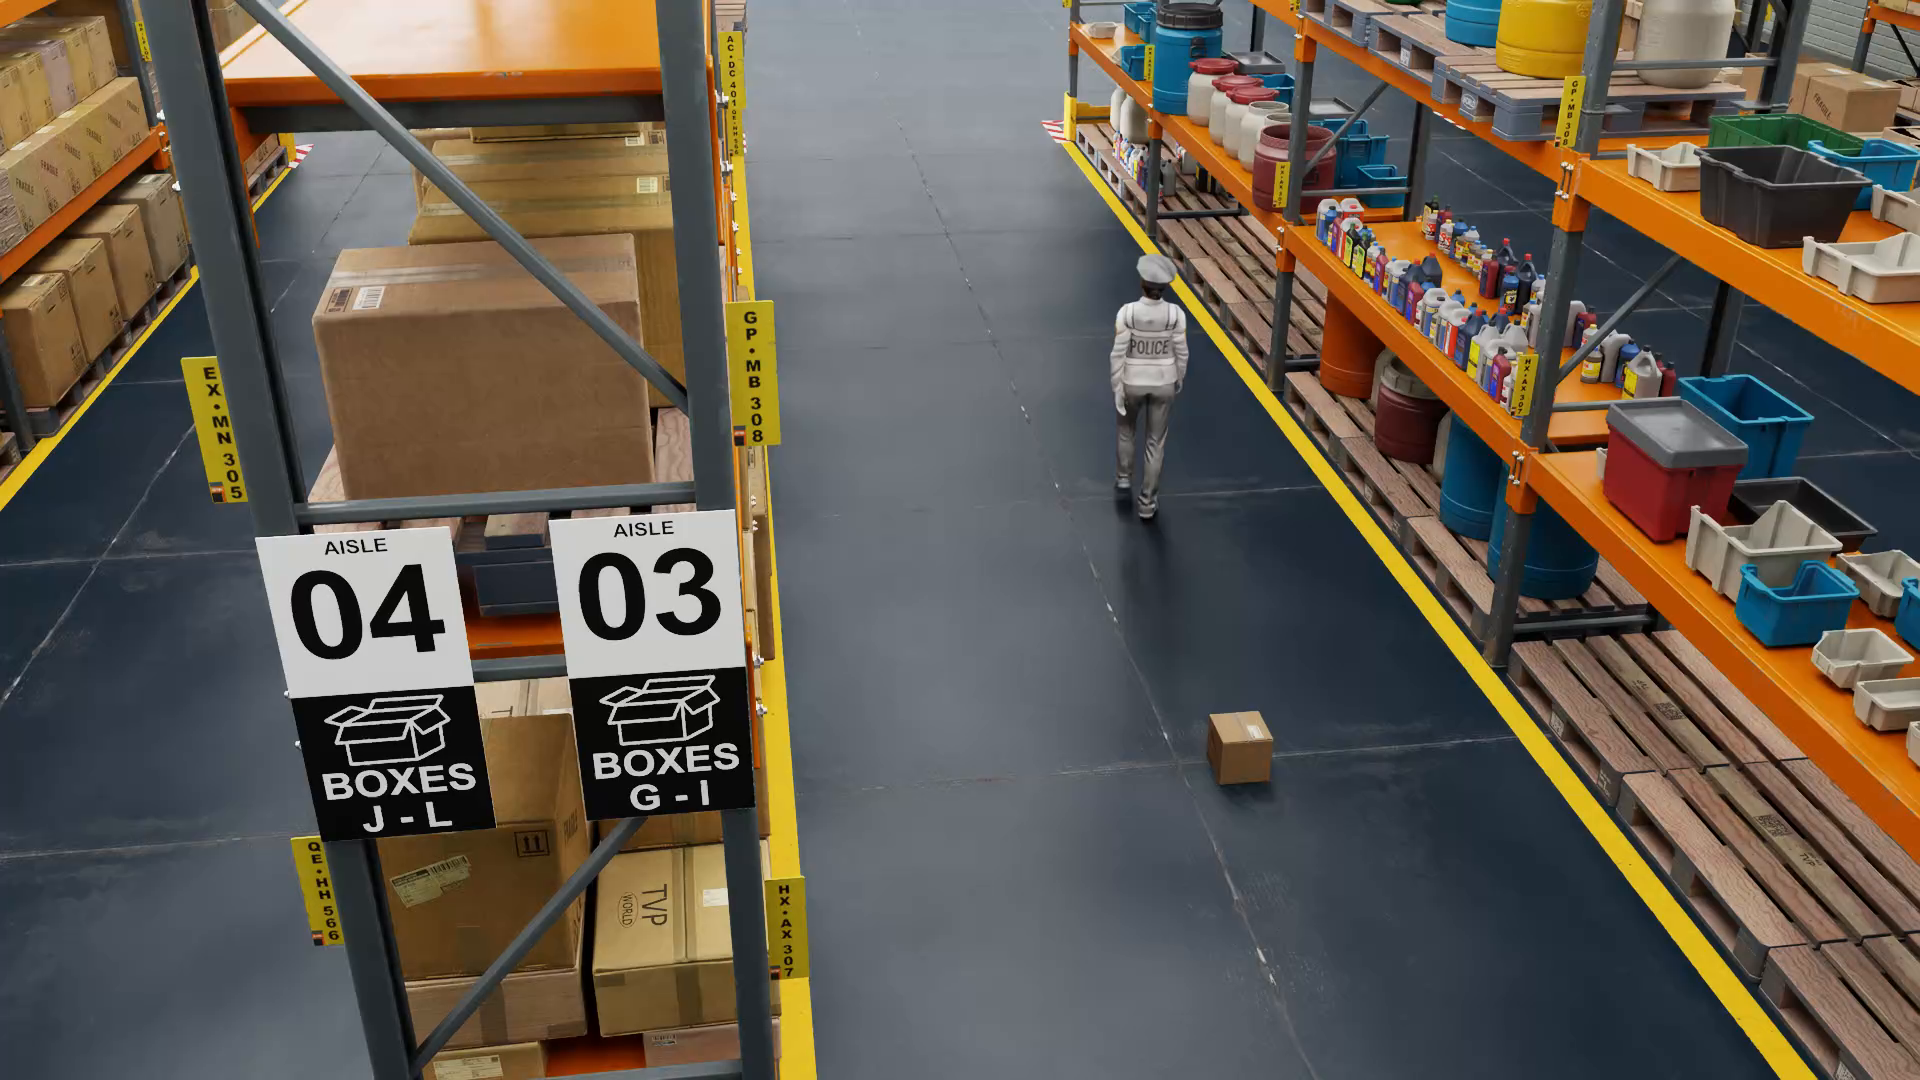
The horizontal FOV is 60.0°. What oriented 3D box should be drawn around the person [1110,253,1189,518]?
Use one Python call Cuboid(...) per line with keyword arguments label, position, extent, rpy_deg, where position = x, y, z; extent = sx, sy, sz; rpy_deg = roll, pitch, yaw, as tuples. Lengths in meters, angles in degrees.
Cuboid(label="person", position=(1.185, -0.972, 10.501), extent=(0.486, 1.749, 0.624), rpy_deg=(3, 27, 6))
